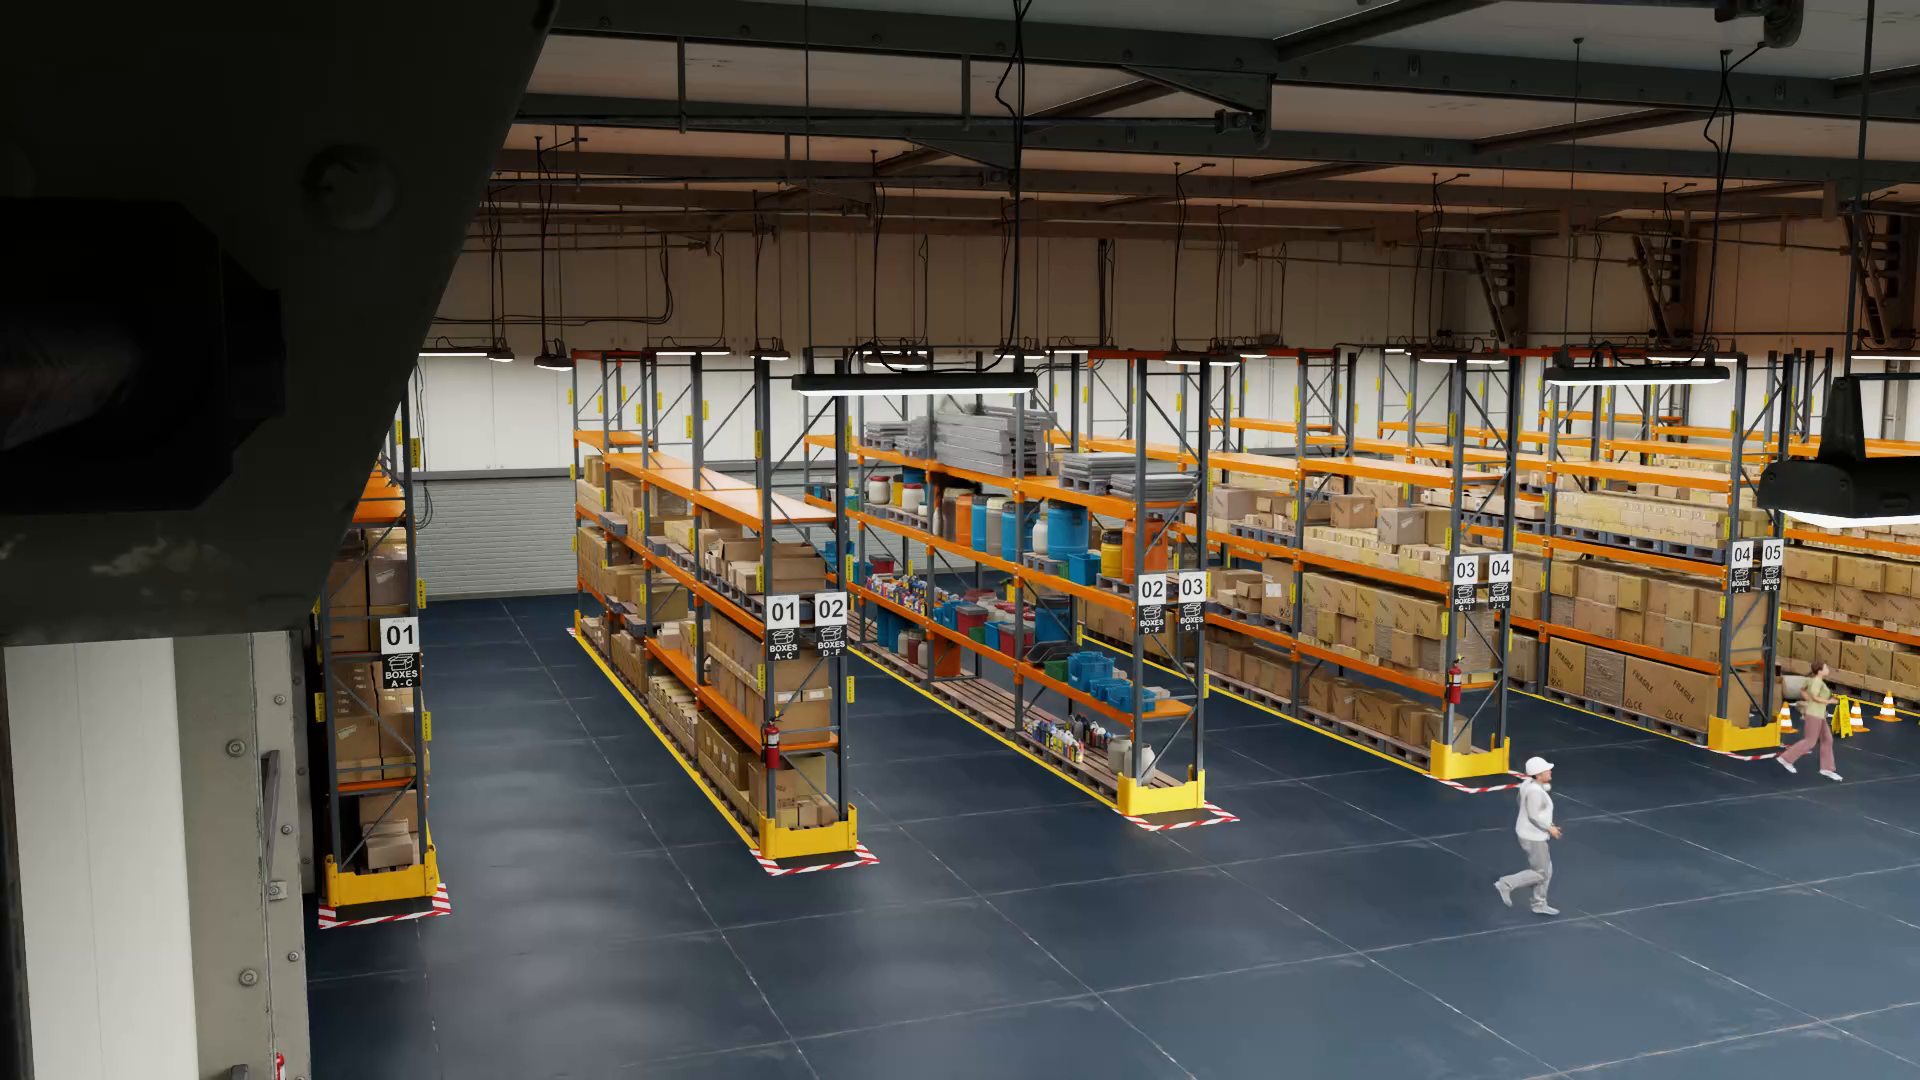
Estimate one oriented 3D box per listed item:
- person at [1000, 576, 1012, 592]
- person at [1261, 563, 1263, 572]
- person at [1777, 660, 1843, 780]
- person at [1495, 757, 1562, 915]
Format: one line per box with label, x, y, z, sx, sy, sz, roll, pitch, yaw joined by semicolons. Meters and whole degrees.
person;1.255;0.514;39.951;0.622;1.751;0.647;-1;7;-6
person;7.610;0.429;40.918;0.847;1.714;0.704;5;9;37
person;12.217;2.556;23.828;0.857;1.681;0.584;3;8;26
person;6.215;3.227;18.179;0.723;1.760;0.667;1;7;8
